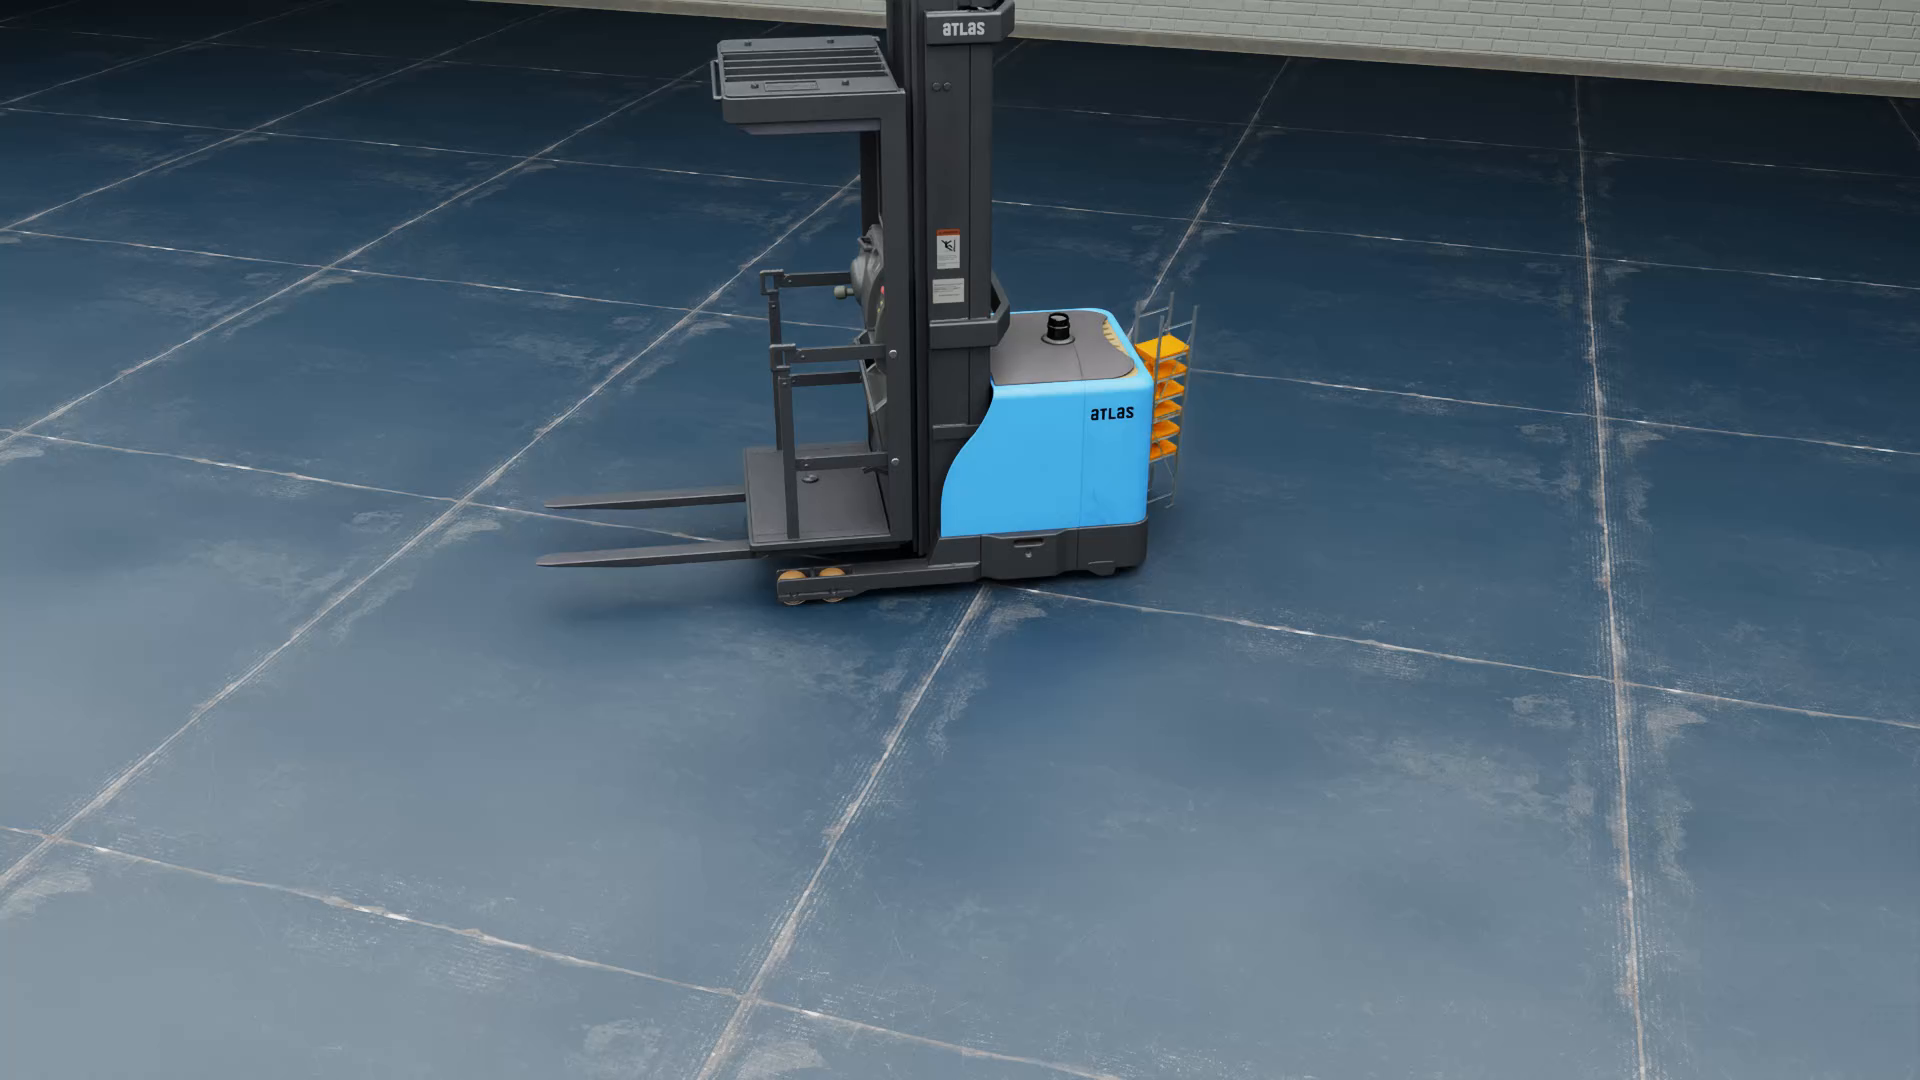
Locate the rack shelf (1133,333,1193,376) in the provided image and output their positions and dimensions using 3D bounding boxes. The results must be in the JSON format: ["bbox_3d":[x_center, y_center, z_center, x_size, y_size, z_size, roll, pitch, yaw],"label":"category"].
[{"bbox_3d":[1.041,-0.959,8.573,0.258,0.103,0.180,-20,39,-29],"label":"rack shelf"}]

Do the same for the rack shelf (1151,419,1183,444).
[{"bbox_3d":[1.027,-0.561,8.841,0.258,0.103,0.180,-20,39,-29],"label":"rack shelf"}]

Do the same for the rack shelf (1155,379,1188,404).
[{"bbox_3d":[1.034,-0.760,8.707,0.258,0.103,0.180,-20,39,-29],"label":"rack shelf"}]

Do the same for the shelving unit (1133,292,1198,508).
[{"bbox_3d":[1.032,-0.697,8.749,0.258,1.200,0.189,-20,39,-29],"label":"shelving unit"}]

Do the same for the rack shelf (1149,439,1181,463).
[{"bbox_3d":[1.024,-0.461,8.908,0.258,0.103,0.180,-20,39,-29],"label":"rack shelf"}]

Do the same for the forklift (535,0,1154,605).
[{"bbox_3d":[-0.616,-1.236,7.957,3.031,2.935,1.130,-4,29,-7],"label":"forklift"}]

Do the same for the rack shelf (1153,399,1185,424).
[{"bbox_3d":[1.031,-0.660,8.774,0.258,0.103,0.180,-20,39,-29],"label":"rack shelf"}]

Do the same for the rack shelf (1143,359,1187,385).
[{"bbox_3d":[1.038,-0.859,8.640,0.258,0.103,0.180,-20,39,-29],"label":"rack shelf"}]

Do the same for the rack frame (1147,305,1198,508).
[{"bbox_3d":[1.084,-0.653,8.687,0.240,1.200,0.006,-20,39,-29],"label":"rack frame"}]

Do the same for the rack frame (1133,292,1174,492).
[{"bbox_3d":[0.981,-0.740,8.811,0.240,1.200,0.006,-20,39,-29],"label":"rack frame"}]
